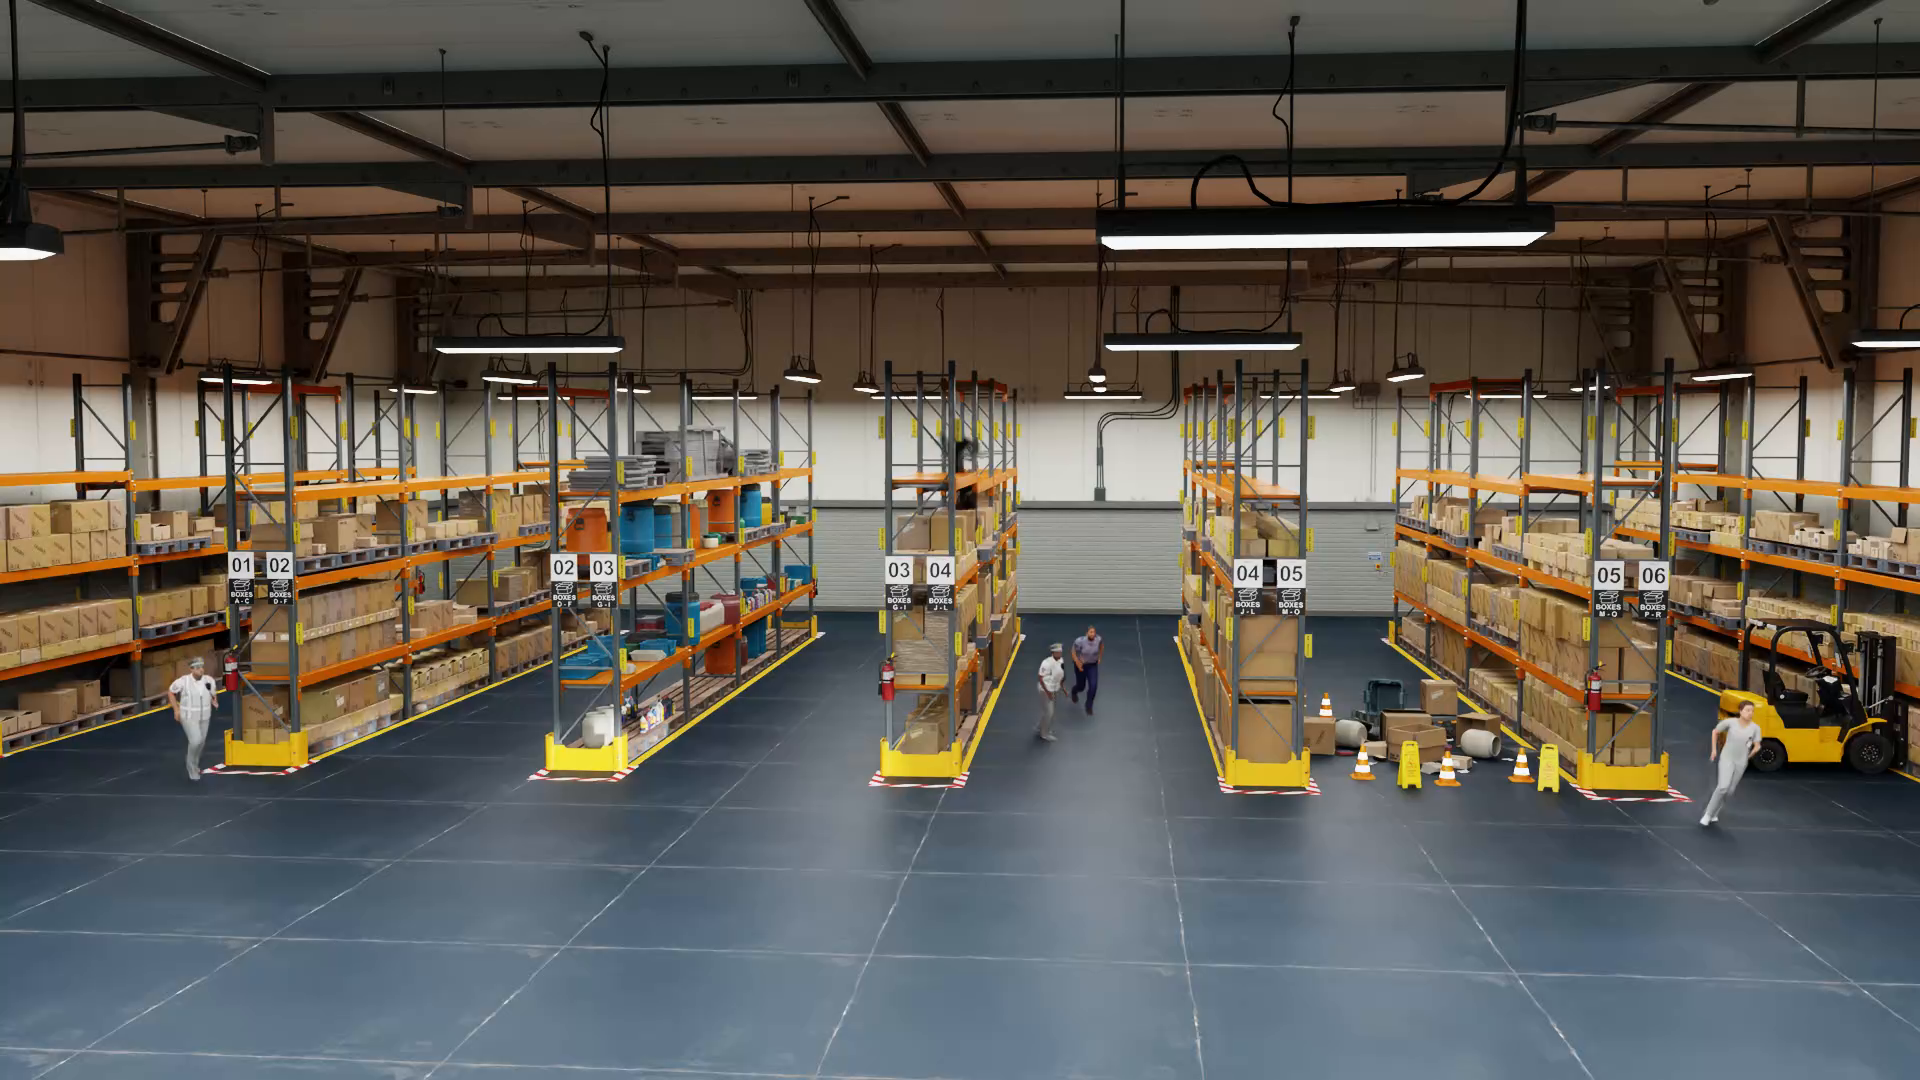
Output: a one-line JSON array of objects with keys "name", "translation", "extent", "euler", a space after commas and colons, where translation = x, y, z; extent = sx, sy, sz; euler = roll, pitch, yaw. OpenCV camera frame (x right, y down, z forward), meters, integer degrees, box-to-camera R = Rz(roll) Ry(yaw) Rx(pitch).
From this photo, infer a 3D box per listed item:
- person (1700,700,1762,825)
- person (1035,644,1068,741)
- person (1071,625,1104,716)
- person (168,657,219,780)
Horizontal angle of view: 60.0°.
[{"name": "person", "translation": [9.697, 2.796, 20.939], "extent": [0.732, 1.586, 0.709], "euler": [0, 4, 7]}, {"name": "person", "translation": [1.422, 2.445, 26.924], "extent": [0.592, 1.625, 0.765], "euler": [-4, 5, -44]}, {"name": "person", "translation": [2.226, 2.290, 29.651], "extent": [0.617, 1.616, 0.896], "euler": [-1, 4, -21]}, {"name": "person", "translation": [-11.007, 2.577, 23.959], "extent": [0.863, 1.808, 0.594], "euler": [3, 5, 38]}]
